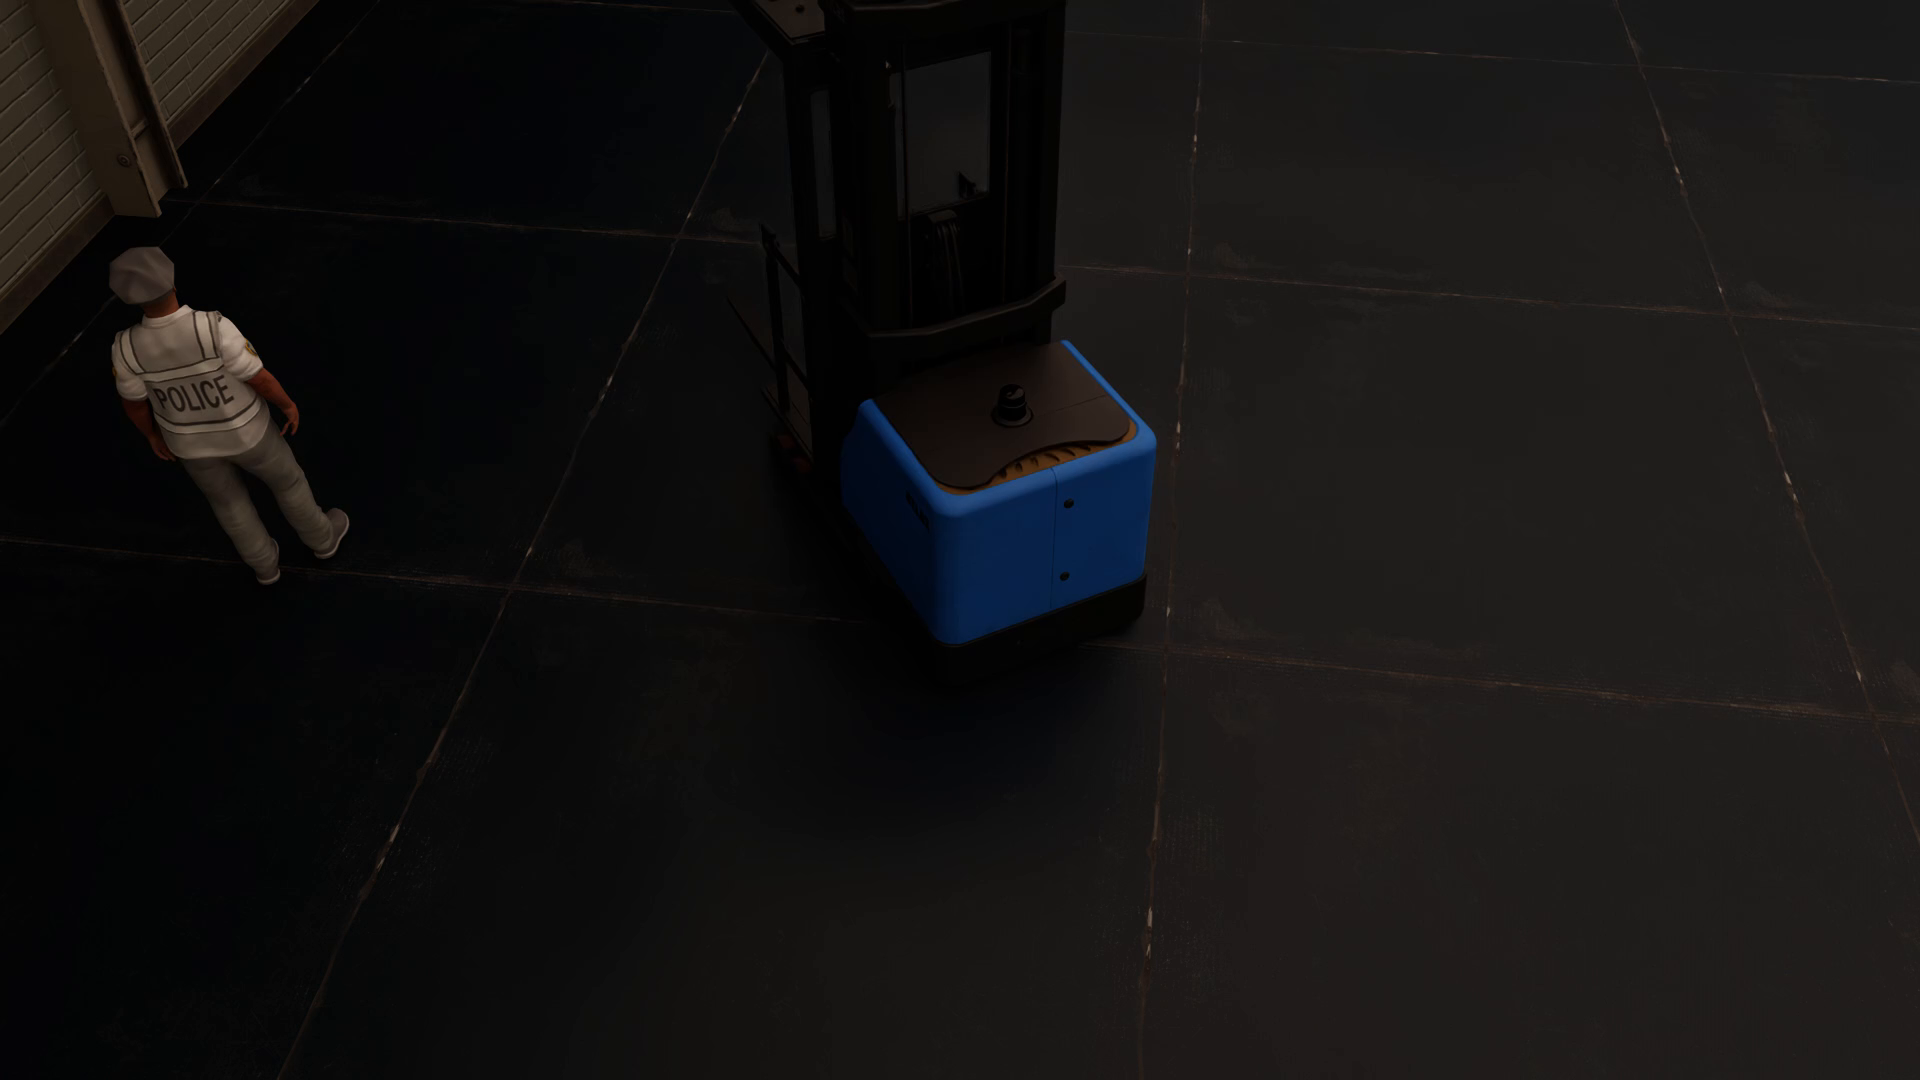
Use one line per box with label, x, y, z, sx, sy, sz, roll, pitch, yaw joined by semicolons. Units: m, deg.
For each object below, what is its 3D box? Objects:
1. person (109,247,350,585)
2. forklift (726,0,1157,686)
person;-3.179;-0.545;7.156;0.638;1.781;0.576;-10;43;-10
forklift;-0.290;-1.452;7.305;1.130;2.935;3.031;-19;46;-19
